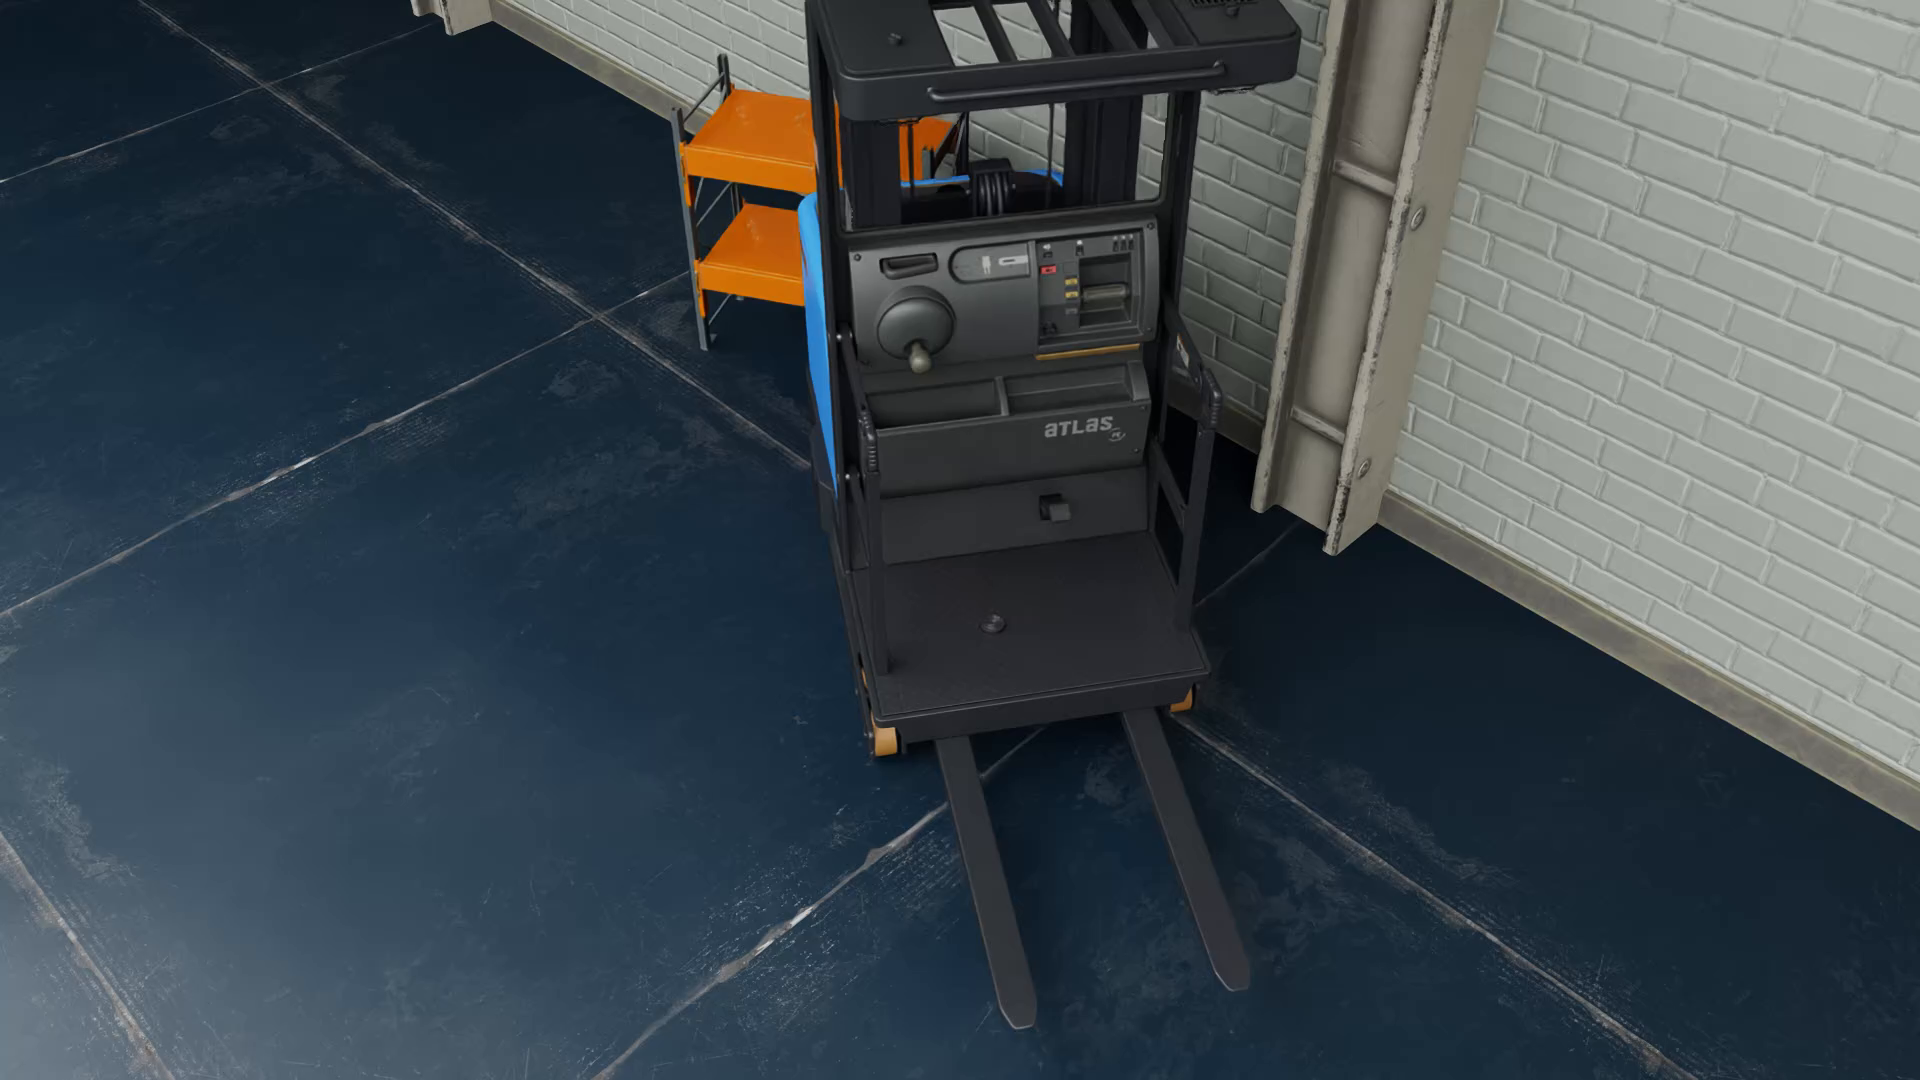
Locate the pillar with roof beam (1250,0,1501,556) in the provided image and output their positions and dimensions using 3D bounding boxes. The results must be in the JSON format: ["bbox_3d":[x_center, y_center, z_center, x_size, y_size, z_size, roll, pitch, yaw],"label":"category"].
[{"bbox_3d":[-1.689,-1.348,1.078,9.100,9.000,0.400,-34,53,-31],"label":"pillar with roof beam"}]

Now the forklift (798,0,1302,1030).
[{"bbox_3d":[0.182,-0.642,4.785,1.130,2.935,3.031,-8,43,-8],"label":"forklift"}]

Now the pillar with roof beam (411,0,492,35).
[{"bbox_3d":[-5.926,-4.231,4.198,9.100,9.000,0.400,-34,53,-31],"label":"pillar with roof beam"}]

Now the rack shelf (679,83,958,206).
[{"bbox_3d":[-0.539,-1.506,6.620,1.000,0.278,0.538,12,44,12],"label":"rack shelf"}]

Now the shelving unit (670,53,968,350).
[{"bbox_3d":[-0.539,-1.291,6.819,1.048,1.125,0.538,12,44,12],"label":"shelving unit"}]

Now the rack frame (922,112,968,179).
[{"bbox_3d":[-0.053,-1.191,6.710,0.032,1.125,0.500,12,44,12],"label":"rack frame"}]

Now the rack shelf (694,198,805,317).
[{"bbox_3d":[-0.539,-1.112,6.985,1.000,0.278,0.538,12,44,12],"label":"rack shelf"}]

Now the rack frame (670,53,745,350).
[{"bbox_3d":[-1.026,-1.392,6.927,0.032,1.125,0.500,12,44,12],"label":"rack frame"}]
